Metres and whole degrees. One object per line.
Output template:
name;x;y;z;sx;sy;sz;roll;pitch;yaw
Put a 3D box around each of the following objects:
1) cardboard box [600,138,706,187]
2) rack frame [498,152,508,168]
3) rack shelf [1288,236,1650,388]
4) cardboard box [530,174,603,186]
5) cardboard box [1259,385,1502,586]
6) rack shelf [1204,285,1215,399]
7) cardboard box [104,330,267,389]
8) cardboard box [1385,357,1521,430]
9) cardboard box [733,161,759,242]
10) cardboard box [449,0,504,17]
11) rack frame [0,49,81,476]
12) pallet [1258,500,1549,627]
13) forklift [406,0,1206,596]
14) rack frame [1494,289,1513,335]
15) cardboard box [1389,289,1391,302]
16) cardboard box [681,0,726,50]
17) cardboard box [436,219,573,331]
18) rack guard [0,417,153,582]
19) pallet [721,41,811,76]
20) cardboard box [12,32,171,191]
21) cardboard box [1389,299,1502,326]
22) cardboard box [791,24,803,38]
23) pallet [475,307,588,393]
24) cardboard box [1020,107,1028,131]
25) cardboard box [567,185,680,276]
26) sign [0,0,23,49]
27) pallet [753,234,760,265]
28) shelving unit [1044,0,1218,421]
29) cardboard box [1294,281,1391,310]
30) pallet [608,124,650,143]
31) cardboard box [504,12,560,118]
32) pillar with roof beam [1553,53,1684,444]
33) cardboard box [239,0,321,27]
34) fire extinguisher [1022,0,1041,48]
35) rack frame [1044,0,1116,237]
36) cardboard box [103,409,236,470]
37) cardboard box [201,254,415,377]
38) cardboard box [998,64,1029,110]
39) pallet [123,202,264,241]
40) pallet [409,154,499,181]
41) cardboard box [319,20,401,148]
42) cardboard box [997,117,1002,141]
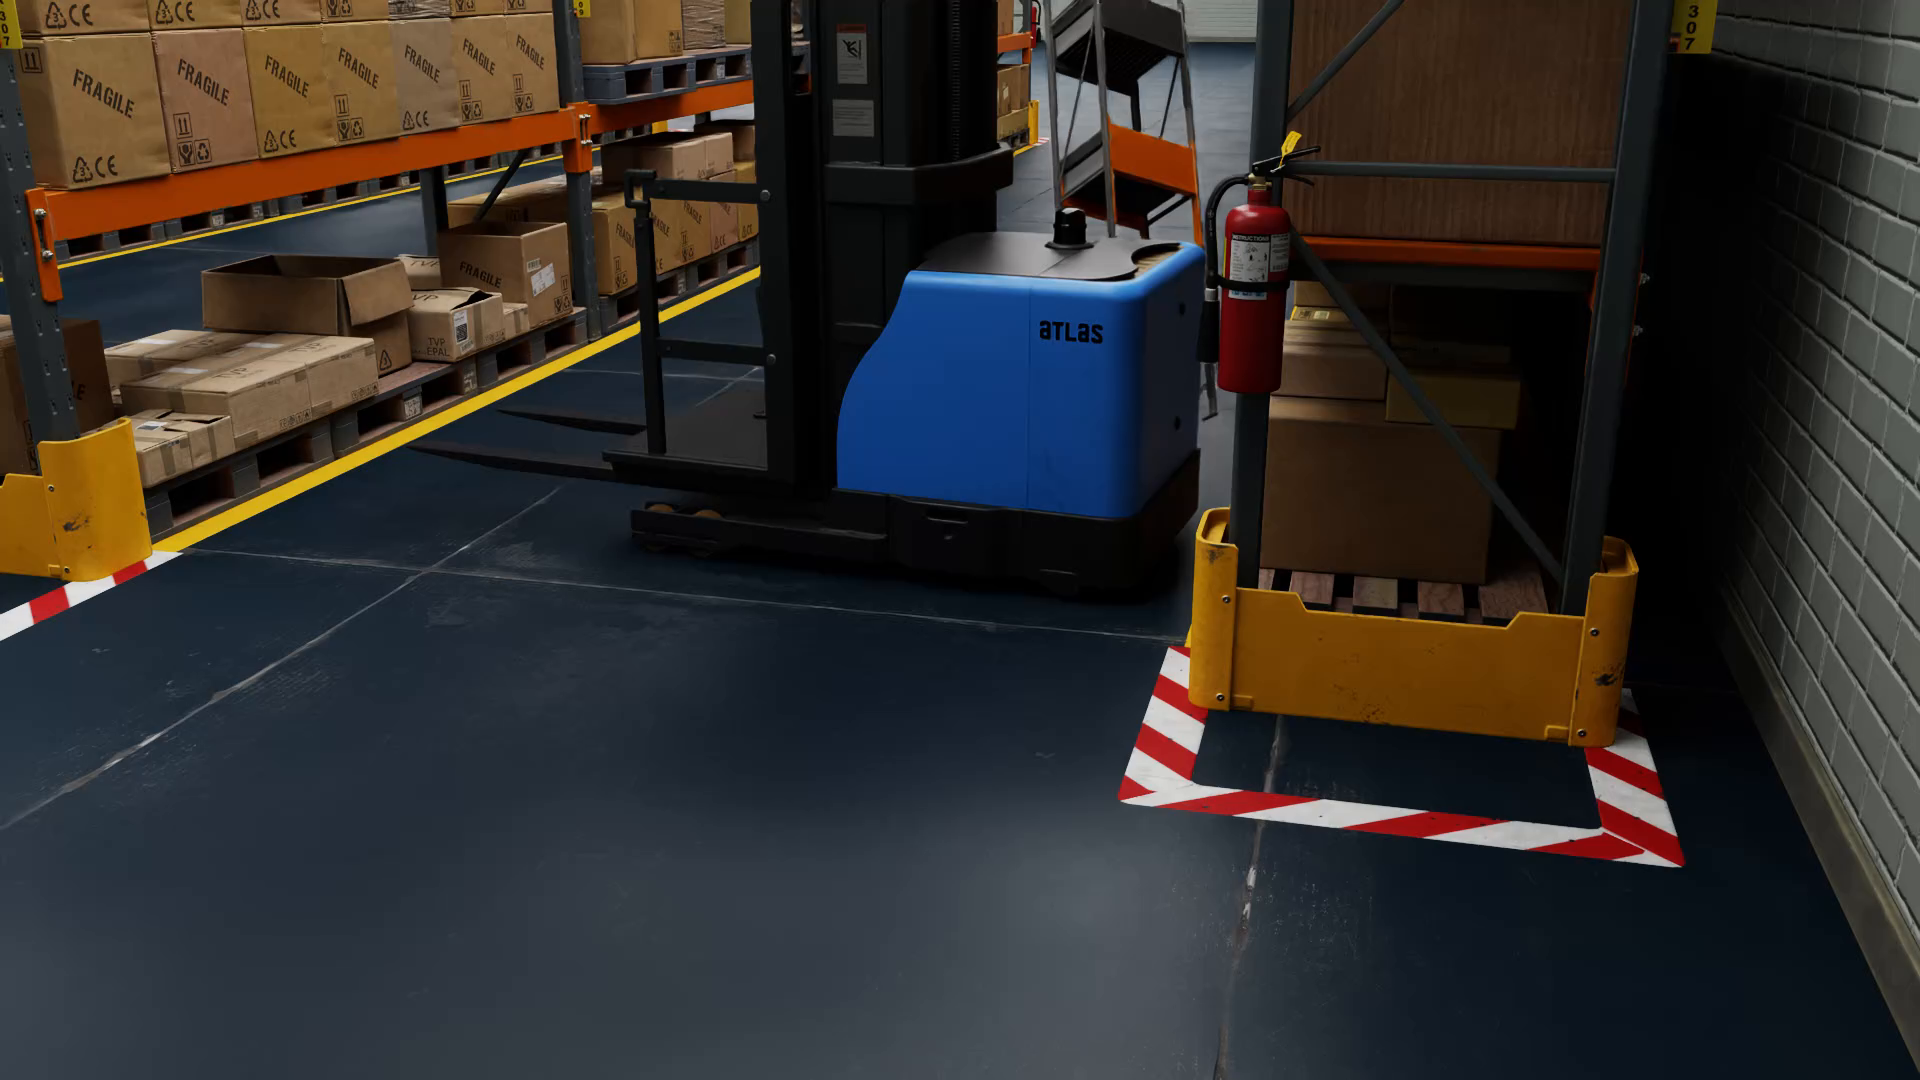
cardboard box;-1.964;-2.425;10.673;0.500;0.250;0.500;5;19;13
rack frame;-5.411;-5.499;17.646;1.000;3.000;0.127;5;19;13
rack shelf;1.753;-1.242;6.295;1.077;0.370;4.000;5;19;13
cardboard box;-2.469;-2.113;10.919;0.500;0.500;0.500;5;19;14
cardboard box;1.338;-0.198;5.345;0.700;0.500;0.500;5;19;13
rack shelf;0.767;-0.835;7.196;0.480;0.518;0.431;8;-19;-31
cardboard box;-3.385;-0.737;7.279;0.500;0.250;0.500;5;19;13
cardboard box;1.502;-0.450;5.079;0.380;0.149;0.250;5;19;14
cardboard box;-1.713;-2.404;11.772;0.500;0.500;0.500;4;19;11
cardboard box;-2.558;-2.780;7.983;0.500;0.500;0.500;4;19;12
rack frame;-3.540;-1.345;5.485;1.000;3.000;0.127;5;19;13
pallet;1.384;0.108;5.546;1.003;0.211;1.213;5;19;13
forklift;-0.667;-1.478;5.981;3.031;2.935;1.130;7;20;20
rack frame;2.241;-2.209;8.014;1.000;3.000;0.127;5;19;13
cardboard box;1.934;-1.008;6.712;0.380;0.149;0.250;5;19;14
cardboard box;-2.039;-3.621;11.343;0.700;0.500;0.500;9;21;24
cardboard box;-2.427;-1.423;8.900;0.500;0.500;0.500;5;19;13
rack guard;-3.522;-0.186;5.959;1.175;0.500;0.348;5;19;13
pallet;-1.683;-3.544;12.219;1.213;0.211;1.003;5;19;13
cardboard box;-3.176;-1.511;5.815;0.500;0.500;0.500;5;20;15
cardboard box;1.748;-0.767;6.007;0.380;0.149;0.250;5;19;14
cardboard box;-1.455;-3.921;13.164;0.500;0.311;0.500;6;20;17
pallet;-2.732;-1.064;8.976;1.003;0.211;1.213;5;19;13
cardboard box;0.524;-5.066;19.984;0.500;0.250;0.500;5;19;13
cardboard box;-2.089;-1.925;10.368;0.500;0.500;0.500;5;19;14
sign;-3.014;-1.712;5.220;0.100;0.325;0.005;5;19;13
pallet;-1.805;-2.302;12.601;1.003;0.211;1.213;5;19;13
shelving unit;0.742;-1.519;7.397;0.503;2.100;0.431;8;-19;-31
cardboard box;1.571;-1.049;6.831;0.380;0.149;0.250;4;19;12
pallet;-4.610;-5.151;20.942;1.003;0.211;1.213;5;19;13
cardboard box;-2.436;-2.469;8.621;0.500;0.500;0.500;5;19;14
pillar with roof beam;-1.265;-5.100;7.197;9.100;9.000;0.400;5;19;13
cardboard box;-2.929;-2.305;6.593;0.500;0.500;0.500;5;19;14
fire extinguisher;0.848;-6.324;20.181;0.296;0.674;0.183;5;19;13
rack frame;0.536;-1.549;7.271;0.015;2.100;0.400;8;-19;-31
cardboard box;-3.044;-0.395;6.406;0.380;0.166;0.250;5;19;13
cardboard box;-3.017;-1.036;7.763;0.797;0.503;0.637;5;19;13
cardboard box;0.526;-5.421;19.862;0.500;0.500;0.500;5;19;13
pallet;-6.540;-2.675;13.693;1.003;0.211;1.213;5;19;13
pallet;-5.565;-3.930;17.367;1.003;0.211;1.213;5;19;13
cardboard box;-2.806;-1.986;7.208;0.500;0.500;0.500;5;19;14
cardboard box;0.170;-4.595;18.604;0.500;0.250;0.500;5;19;13
